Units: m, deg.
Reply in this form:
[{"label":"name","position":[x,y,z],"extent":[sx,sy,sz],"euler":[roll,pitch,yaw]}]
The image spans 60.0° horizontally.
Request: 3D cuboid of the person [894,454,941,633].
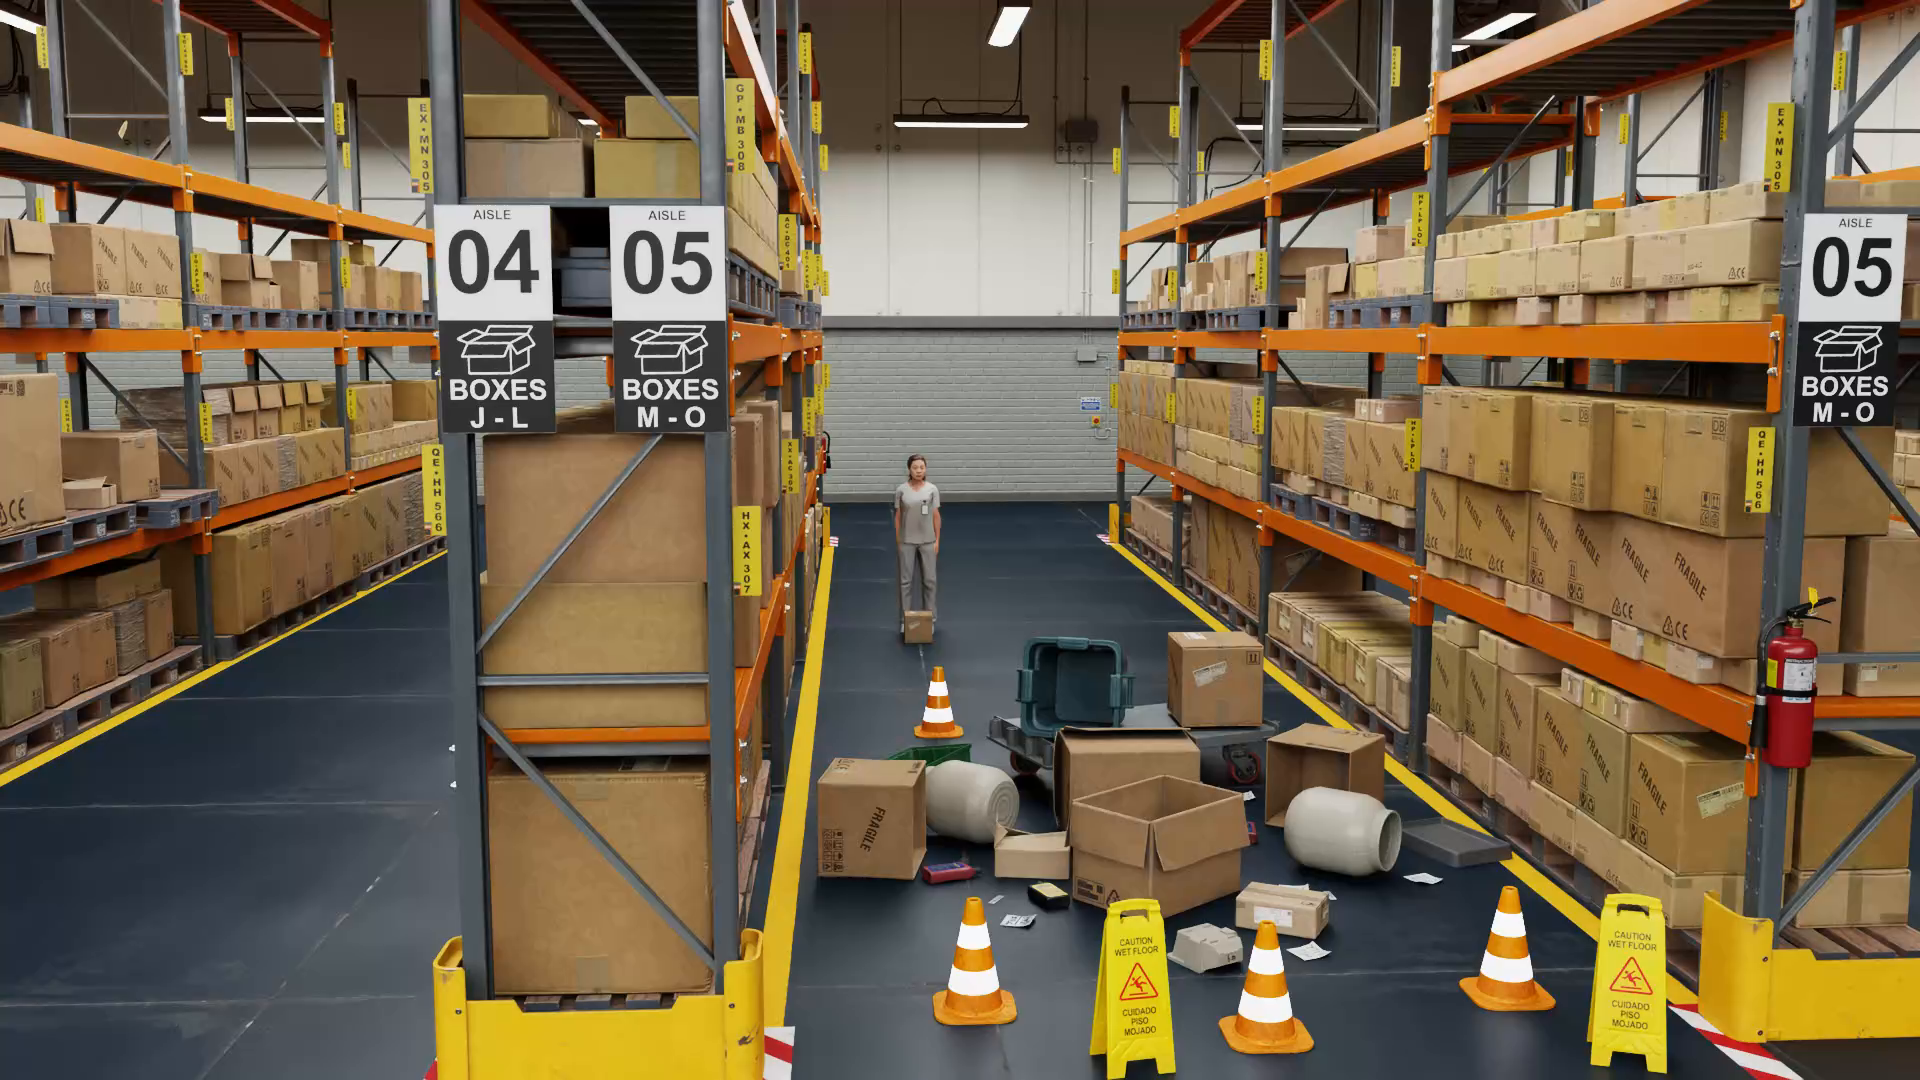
[{"label":"person","position":[-0.397,0.031,15.536],"extent":[0.437,1.669,0.363],"euler":[0,7,-2]}]
